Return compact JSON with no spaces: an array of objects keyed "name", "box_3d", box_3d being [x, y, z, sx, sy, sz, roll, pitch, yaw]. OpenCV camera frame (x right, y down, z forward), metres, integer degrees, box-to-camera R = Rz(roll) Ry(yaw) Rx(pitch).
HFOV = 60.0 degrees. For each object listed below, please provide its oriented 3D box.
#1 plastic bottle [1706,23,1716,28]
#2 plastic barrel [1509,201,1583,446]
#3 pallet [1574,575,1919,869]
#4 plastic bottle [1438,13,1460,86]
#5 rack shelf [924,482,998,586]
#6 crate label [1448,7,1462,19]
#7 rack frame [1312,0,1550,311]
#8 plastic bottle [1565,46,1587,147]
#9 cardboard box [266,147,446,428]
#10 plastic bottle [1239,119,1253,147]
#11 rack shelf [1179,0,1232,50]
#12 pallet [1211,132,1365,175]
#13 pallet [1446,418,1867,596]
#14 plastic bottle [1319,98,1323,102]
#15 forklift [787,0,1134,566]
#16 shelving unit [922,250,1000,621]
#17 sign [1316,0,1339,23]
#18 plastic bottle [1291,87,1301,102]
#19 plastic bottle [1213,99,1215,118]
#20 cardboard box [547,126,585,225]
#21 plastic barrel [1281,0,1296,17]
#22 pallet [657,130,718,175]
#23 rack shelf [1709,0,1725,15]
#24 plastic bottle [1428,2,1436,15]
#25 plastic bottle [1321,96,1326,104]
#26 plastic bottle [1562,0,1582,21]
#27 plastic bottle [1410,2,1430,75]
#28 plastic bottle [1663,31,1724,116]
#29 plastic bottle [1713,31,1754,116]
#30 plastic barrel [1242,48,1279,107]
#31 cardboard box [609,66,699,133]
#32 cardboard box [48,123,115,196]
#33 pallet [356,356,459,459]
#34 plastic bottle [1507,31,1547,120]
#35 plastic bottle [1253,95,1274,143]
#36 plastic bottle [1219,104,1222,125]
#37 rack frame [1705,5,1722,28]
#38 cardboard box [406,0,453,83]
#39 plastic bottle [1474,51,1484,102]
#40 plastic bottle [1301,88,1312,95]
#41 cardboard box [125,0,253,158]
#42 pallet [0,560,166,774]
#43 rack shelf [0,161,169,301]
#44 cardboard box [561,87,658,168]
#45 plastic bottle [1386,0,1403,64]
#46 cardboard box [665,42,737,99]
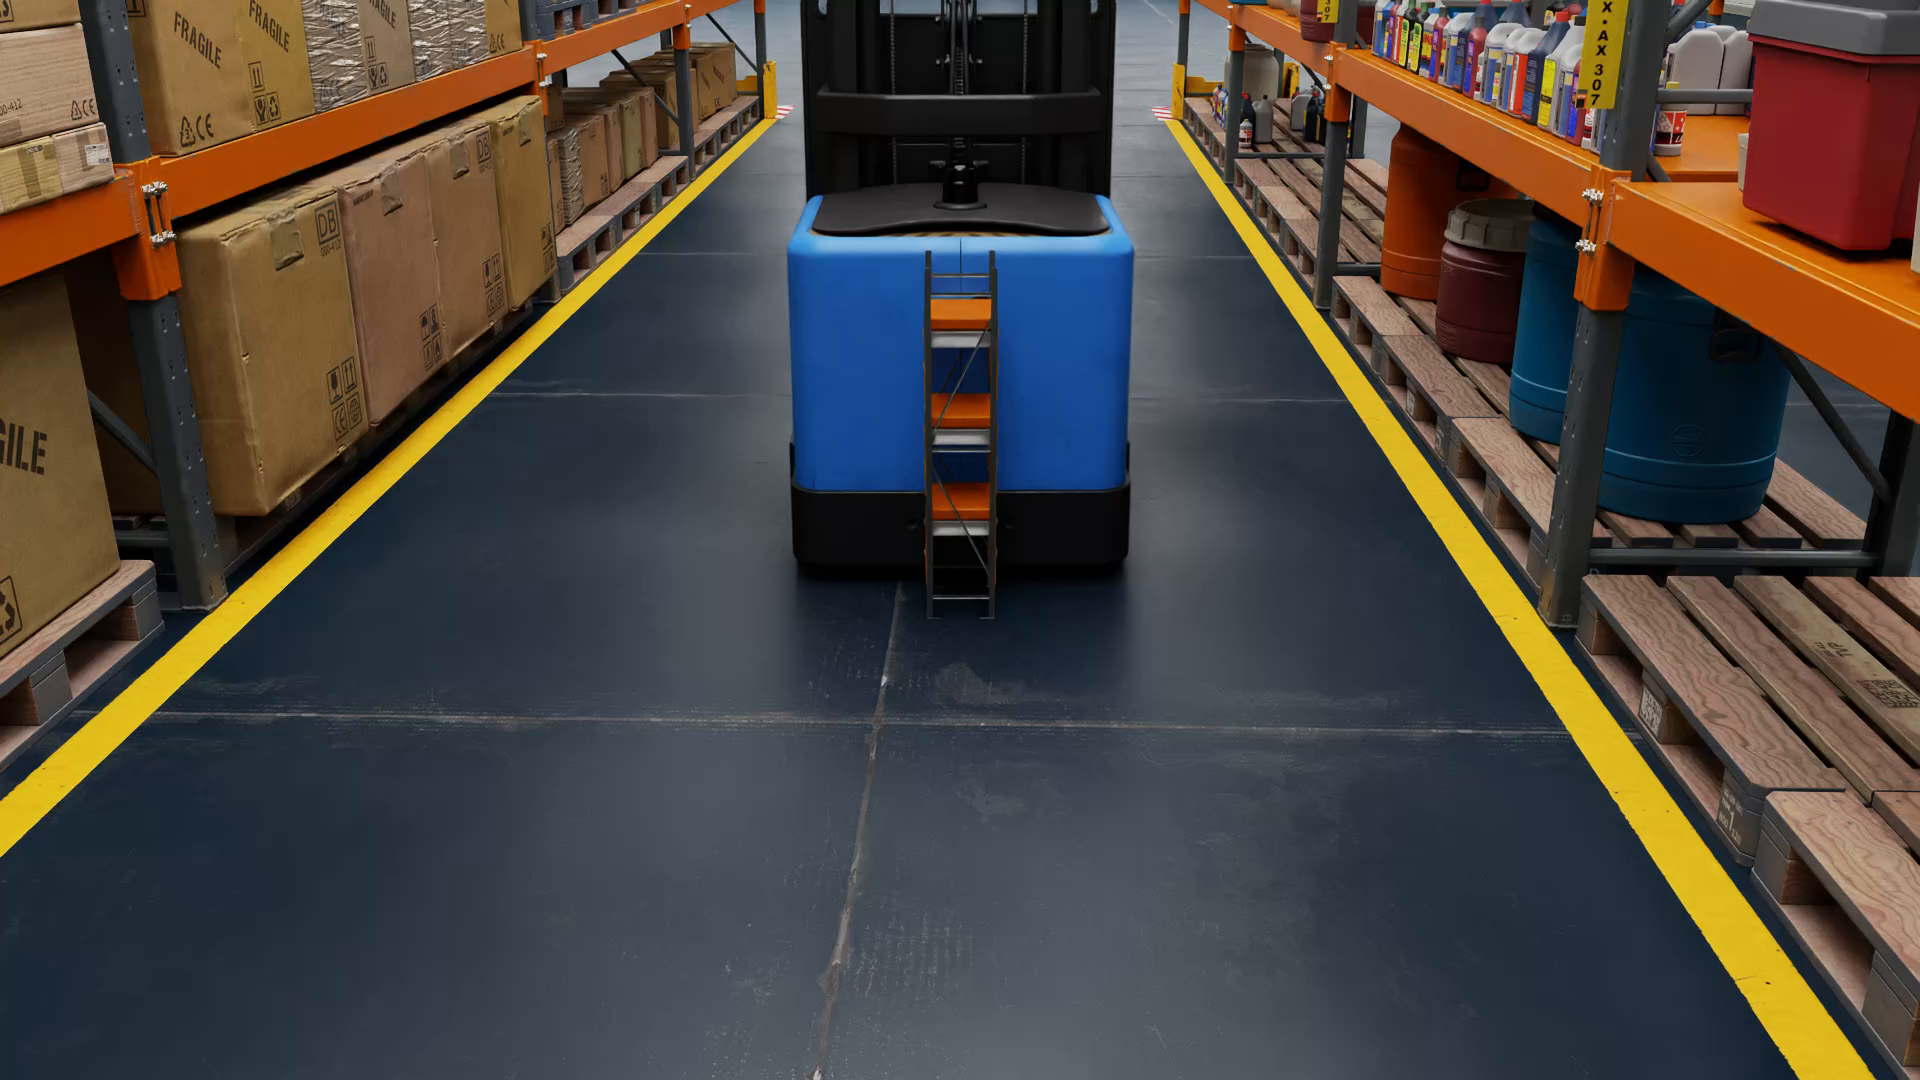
[{"name":"plastic bottle","box_3d":[2.679,-1.714,5.979,0.097,0.271,0.097,0,21,0]},{"name":"plastic barrel","box_3d":[2.273,-0.821,5.818,0.600,0.901,0.708,1,21,2]},{"name":"pallet","box_3d":[2.235,0.415,4.167,1.003,0.211,1.213,1,21,2]},{"name":"plastic bottle","box_3d":[1.938,-1.925,6.522,0.097,0.271,0.097,0,21,0]},{"name":"rack shelf","box_3d":[0.002,-0.028,4.947,0.215,0.259,0.240,0,21,0]},{"name":"crate label","box_3d":[2.640,-2.970,8.988,0.502,0.435,0.616,1,21,2]},{"name":"rack frame","box_3d":[2.340,-2.597,8.076,1.000,3.000,0.127,1,21,2]},{"name":"plastic bottle","box_3d":[1.869,-1.327,4.963,0.061,0.283,0.133,1,21,2]},{"name":"cardboard box","box_3d":[-2.707,-0.965,6.227,1.225,0.875,0.875,0,21,0]},{"name":"plastic bottle","box_3d":[2.161,-3.079,12.577,0.097,0.201,0.097,0,21,0]},{"name":"rack shelf","box_3d":[2.522,-4.431,13.797,1.077,0.370,4.000,1,21,2]},{"name":"pallet","box_3d":[2.524,-2.986,12.932,1.003,0.211,1.213,1,21,2]},{"name":"pallet","box_3d":[2.283,-0.129,5.571,1.003,0.211,1.213,1,21,2]},{"name":"plastic bottle","box_3d":[2.874,-3.386,13.272,0.097,0.271,0.097,0,21,0]},{"name":"forklift","box_3d":[-0.009,-1.769,6.036,1.130,2.935,3.031,0,21,0]},{"name":"shelving unit","box_3d":[0.002,-0.297,4.843,0.215,1.050,0.252,0,21,0]},{"name":"sign","box_3d":[1.790,-2.677,8.055,0.100,0.325,0.005,1,21,2]},{"name":"plastic bottle","box_3d":[2.824,-3.670,13.987,0.061,0.283,0.133,1,21,2]},{"name":"plastic bottle","box_3d":[2.213,-3.701,14.180,0.097,0.201,0.097,0,21,0]},{"name":"cardboard box","box_3d":[-2.606,-2.135,9.731,0.700,0.500,0.500,-1,21,-3]},{"name":"plastic barrel","box_3d":[2.191,-3.498,10.210,0.433,0.535,0.433,0,21,0]},{"name":"pallet","box_3d":[-2.504,-3.041,13.075,1.003,0.211,1.213,1,21,2]},{"name":"rack shelf","box_3d":[7.473,-4.375,13.653,1.077,0.370,4.000,1,21,2]},{"name":"plastic bottle","box_3d":[2.020,-2.175,7.165,0.097,0.271,0.097,0,21,0]},{"name":"plastic bottle","box_3d":[2.907,-3.369,13.119,0.144,0.351,0.185,0,21,-1]},{"name":"plastic bottle","box_3d":[2.747,-2.308,7.493,0.061,0.283,0.133,1,21,2]},{"name":"plastic bottle","box_3d":[1.933,-2.091,6.933,0.061,0.283,0.133,1,21,2]},{"name":"plastic bottle","box_3d":[2.489,-1.593,5.659,0.152,0.276,0.135,1,21,2]},{"name":"plastic bottle","box_3d":[2.641,-1.591,5.654,0.152,0.276,0.135,1,21,2]},{"name":"plastic barrel","box_3d":[2.624,-4.106,14.822,0.421,0.512,0.421,0,21,0]},{"name":"cardboard box","box_3d":[-2.427,-3.480,13.226,0.500,0.500,0.500,8,22,19]},{"name":"cardboard box","box_3d":[-2.414,-0.975,4.241,0.380,0.149,0.250,1,21,2]},{"name":"pallet","box_3d":[-2.750,-0.628,6.854,1.003,0.211,1.213,1,21,2]},{"name":"plastic bottle","box_3d":[1.934,-1.554,5.558,0.152,0.276,0.135,1,21,2]},{"name":"plastic bottle","box_3d":[2.337,-3.248,12.807,0.144,0.351,0.185,1,21,2]},{"name":"plastic bottle","box_3d":[2.200,-3.542,13.772,0.097,0.201,0.097,0,21,0]},{"name":"rack frame","box_3d":[7.534,-5.434,15.387,1.000,3.000,0.127,1,21,2]},{"name":"cardboard box","box_3d":[-2.412,-2.149,6.783,0.500,0.500,0.500,0,21,0]},{"name":"plastic bottle","box_3d":[1.921,-1.694,6.022,0.097,0.201,0.097,0,21,0]},{"name":"plastic bottle","box_3d":[2.931,-3.665,13.986,0.152,0.276,0.135,1,21,2]},{"name":"cardboard box","box_3d":[-2.469,-1.416,4.892,0.500,0.500,0.500,1,21,2]},{"name":"pallet","box_3d":[-2.834,0.369,4.287,1.003,0.211,1.213,1,21,2]},{"name":"rack shelf","box_3d":[-2.793,-0.147,2.755,1.077,0.370,4.000,1,21,2]},{"name":"cardboard box","box_3d":[-2.529,-2.916,11.745,0.700,0.500,0.500,-1,21,-3]},{"name":"plastic bottle","box_3d":[1.948,-2.272,7.398,0.061,0.283,0.133,1,21,2]},{"name":"cardboard box","box_3d":[-2.403,-4.349,15.466,0.500,0.500,0.500,5,22,12]}]
